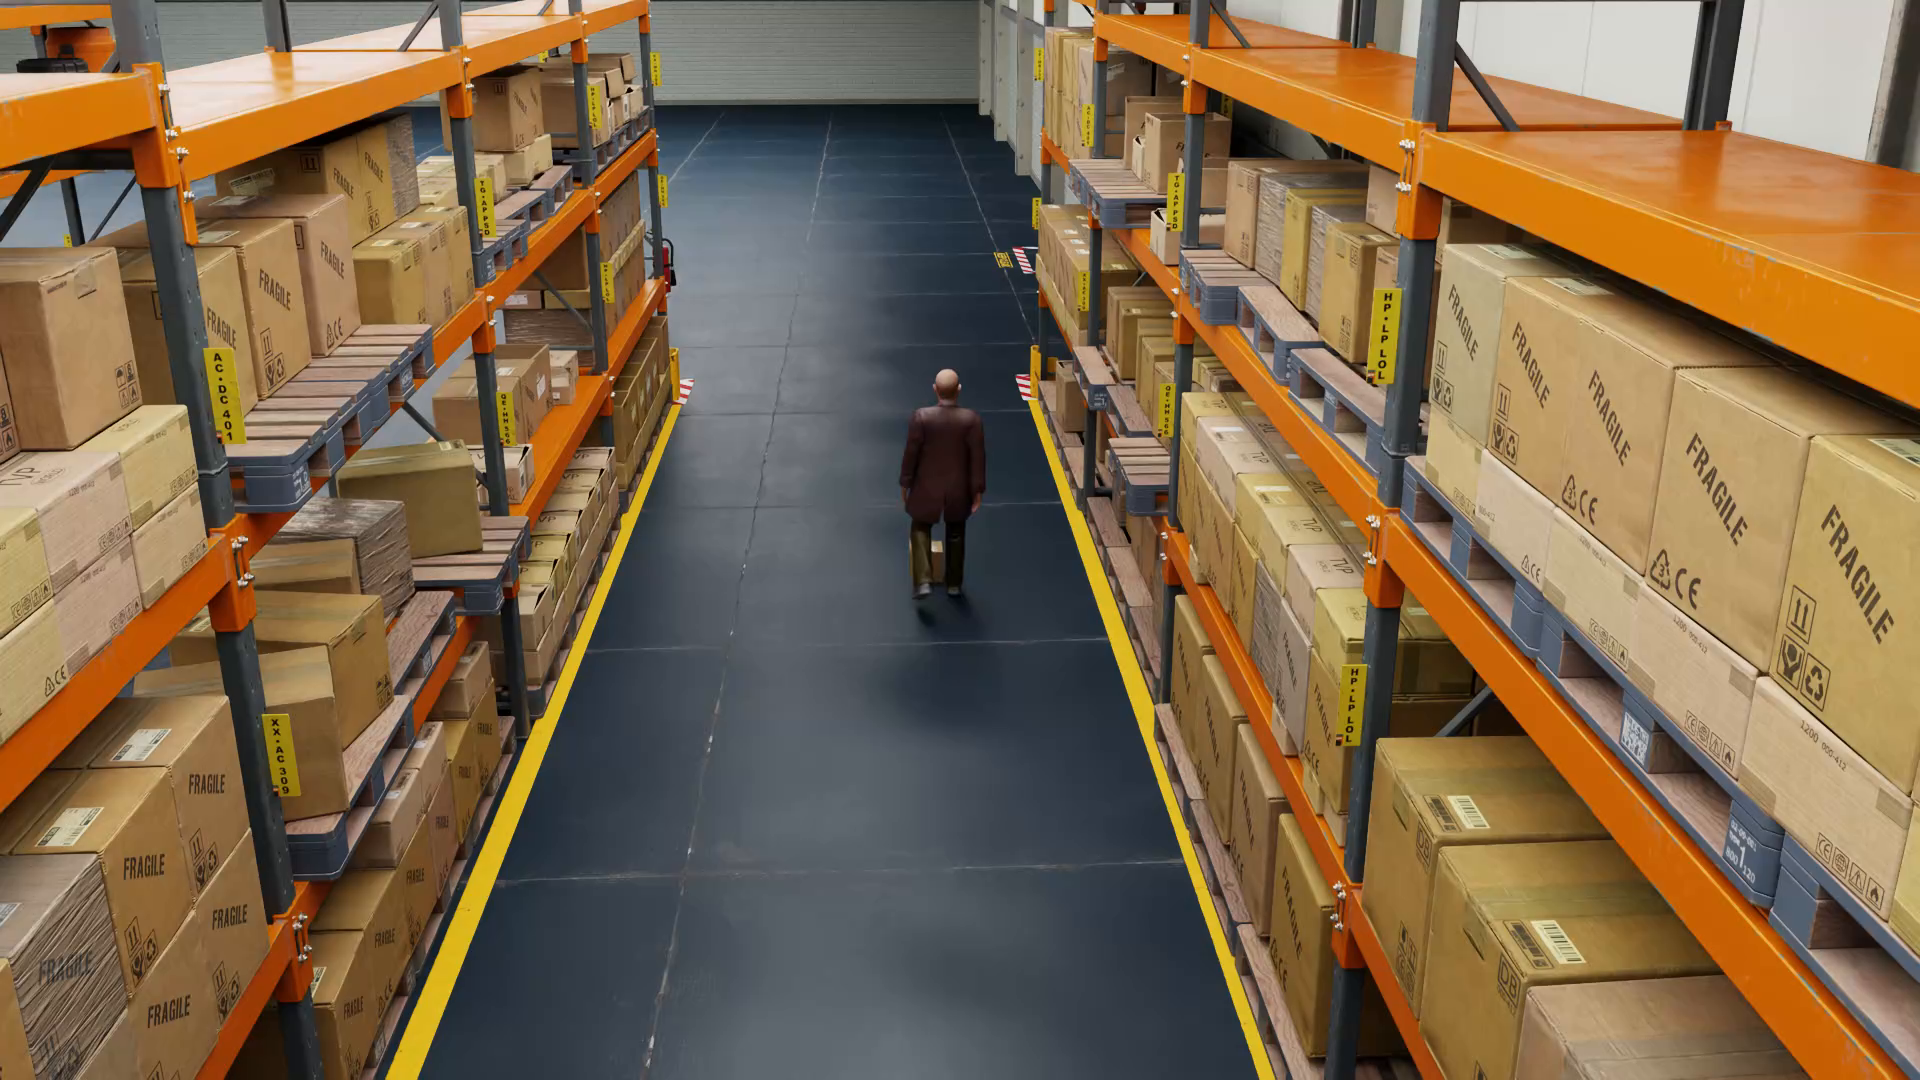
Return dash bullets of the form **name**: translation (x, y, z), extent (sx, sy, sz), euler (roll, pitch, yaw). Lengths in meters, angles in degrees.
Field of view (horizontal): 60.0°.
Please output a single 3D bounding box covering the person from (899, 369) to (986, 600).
- **person**: translation (-0.137, -0.396, 12.127), extent (0.618, 1.766, 0.800), euler (-2, 20, -7)
